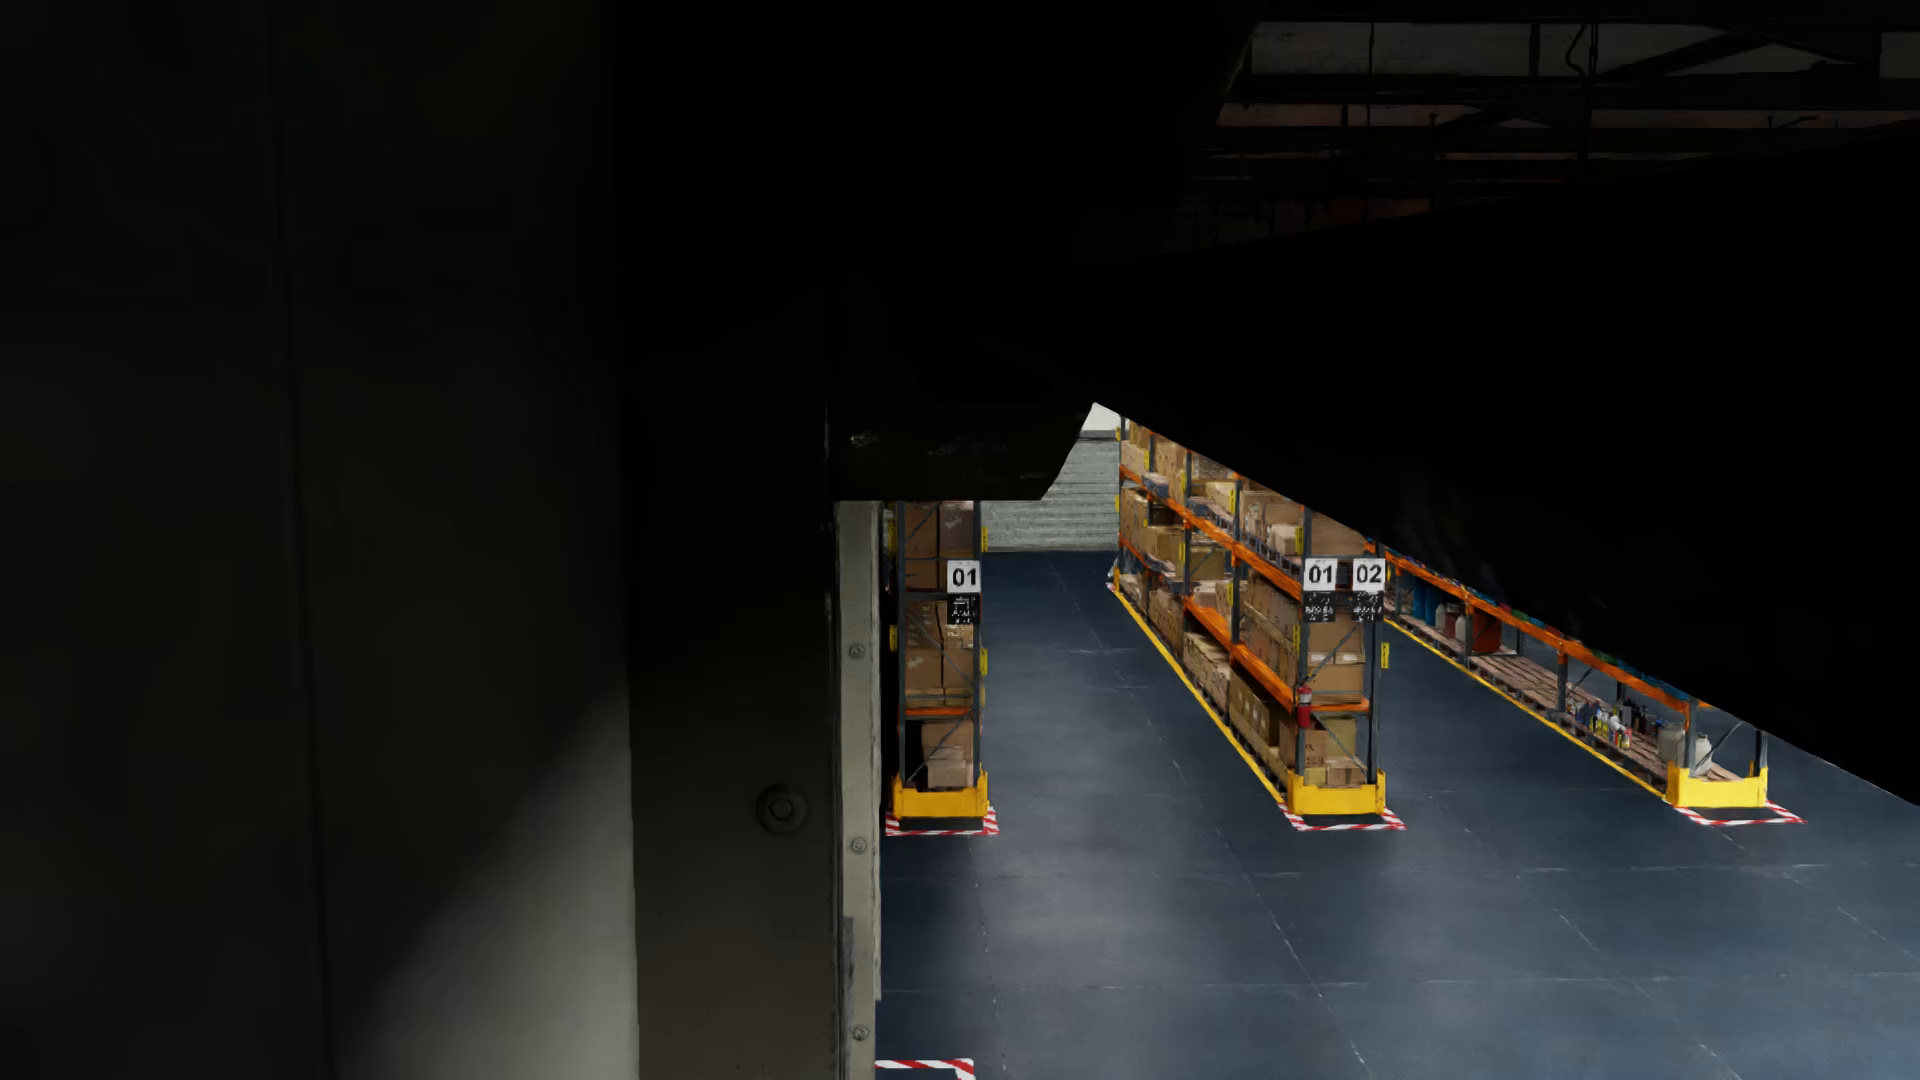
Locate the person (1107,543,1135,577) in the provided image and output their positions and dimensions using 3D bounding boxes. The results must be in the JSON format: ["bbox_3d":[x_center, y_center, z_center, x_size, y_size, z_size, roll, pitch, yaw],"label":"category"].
[{"bbox_3d":[3.727,0.007,37.901,0.784,1.768,0.549,-8,11,-44],"label":"person"}]
